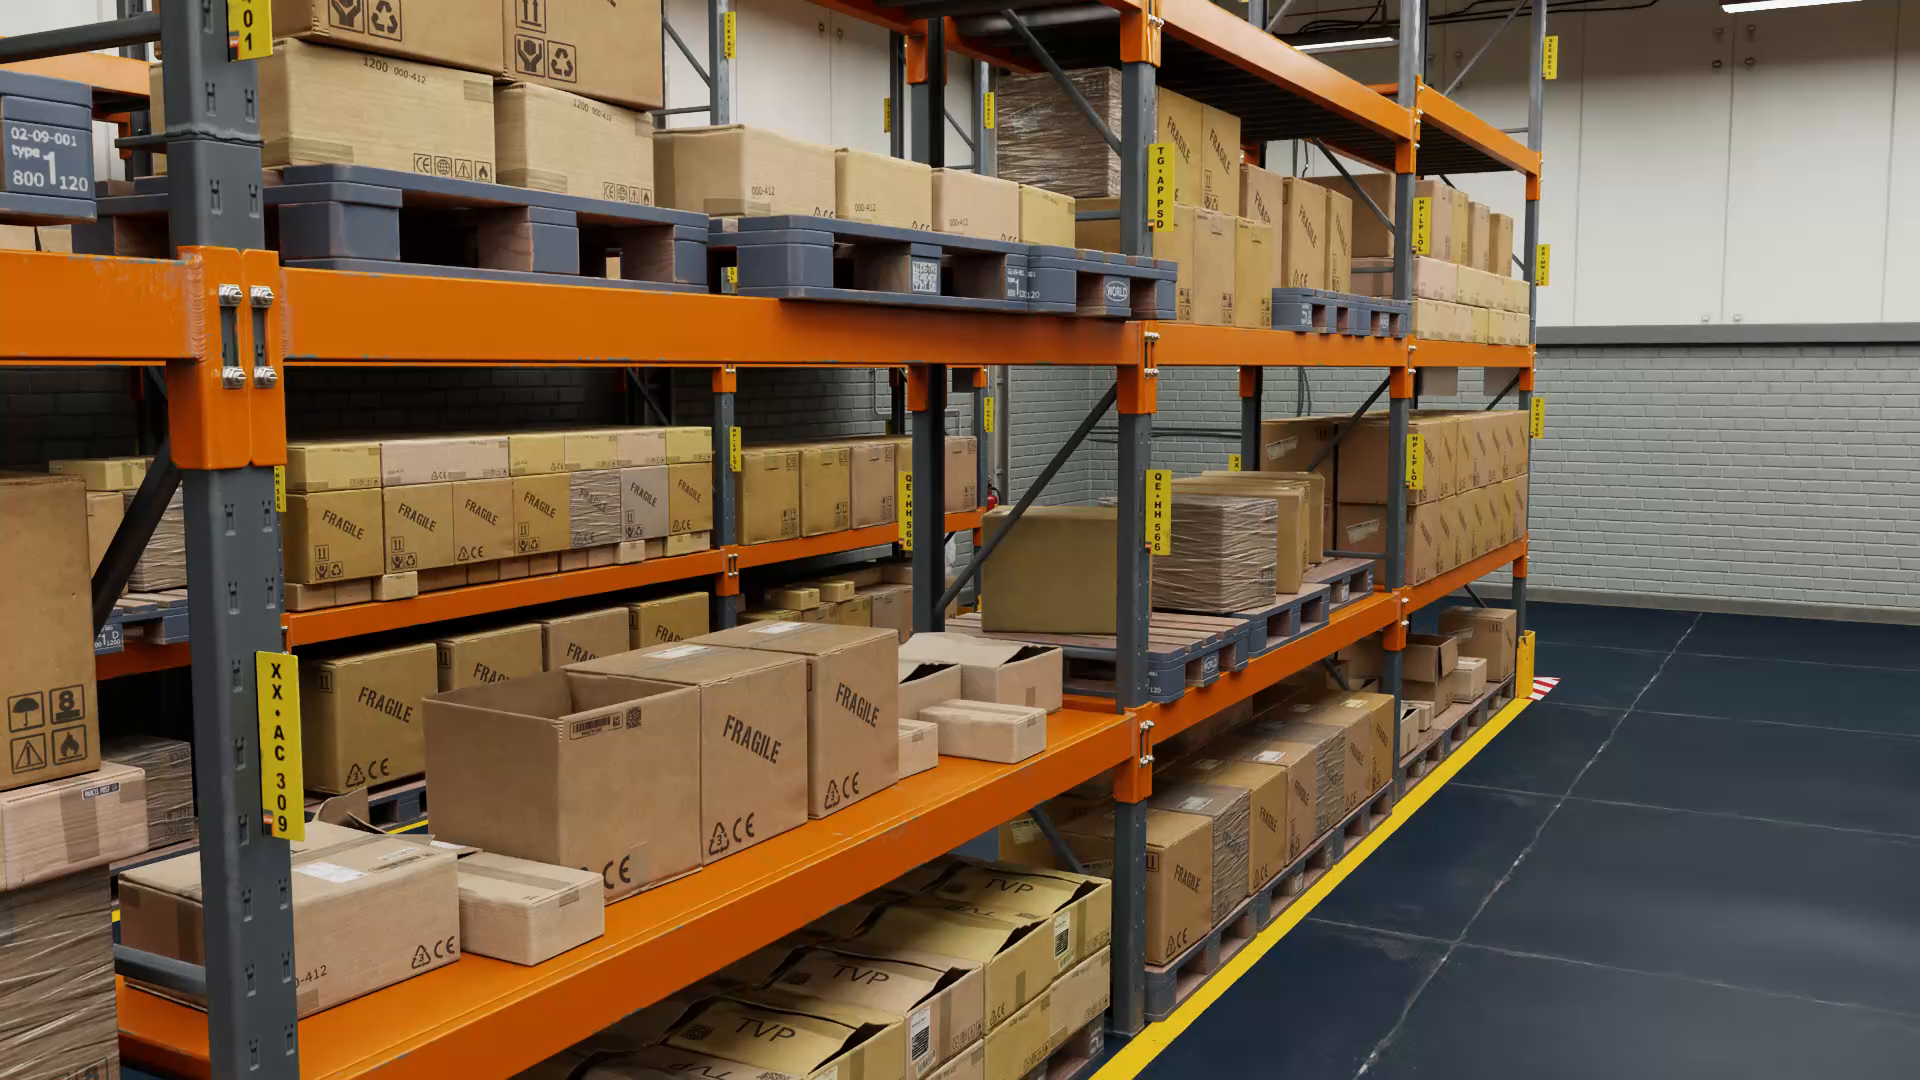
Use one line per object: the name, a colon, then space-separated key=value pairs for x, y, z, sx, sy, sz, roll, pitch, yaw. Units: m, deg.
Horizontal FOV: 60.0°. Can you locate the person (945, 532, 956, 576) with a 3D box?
person: x=-0.258 y=-0.072 z=17.695 sx=0.493 sy=1.782 sz=0.572 roll=3 pitch=7 yaw=30
